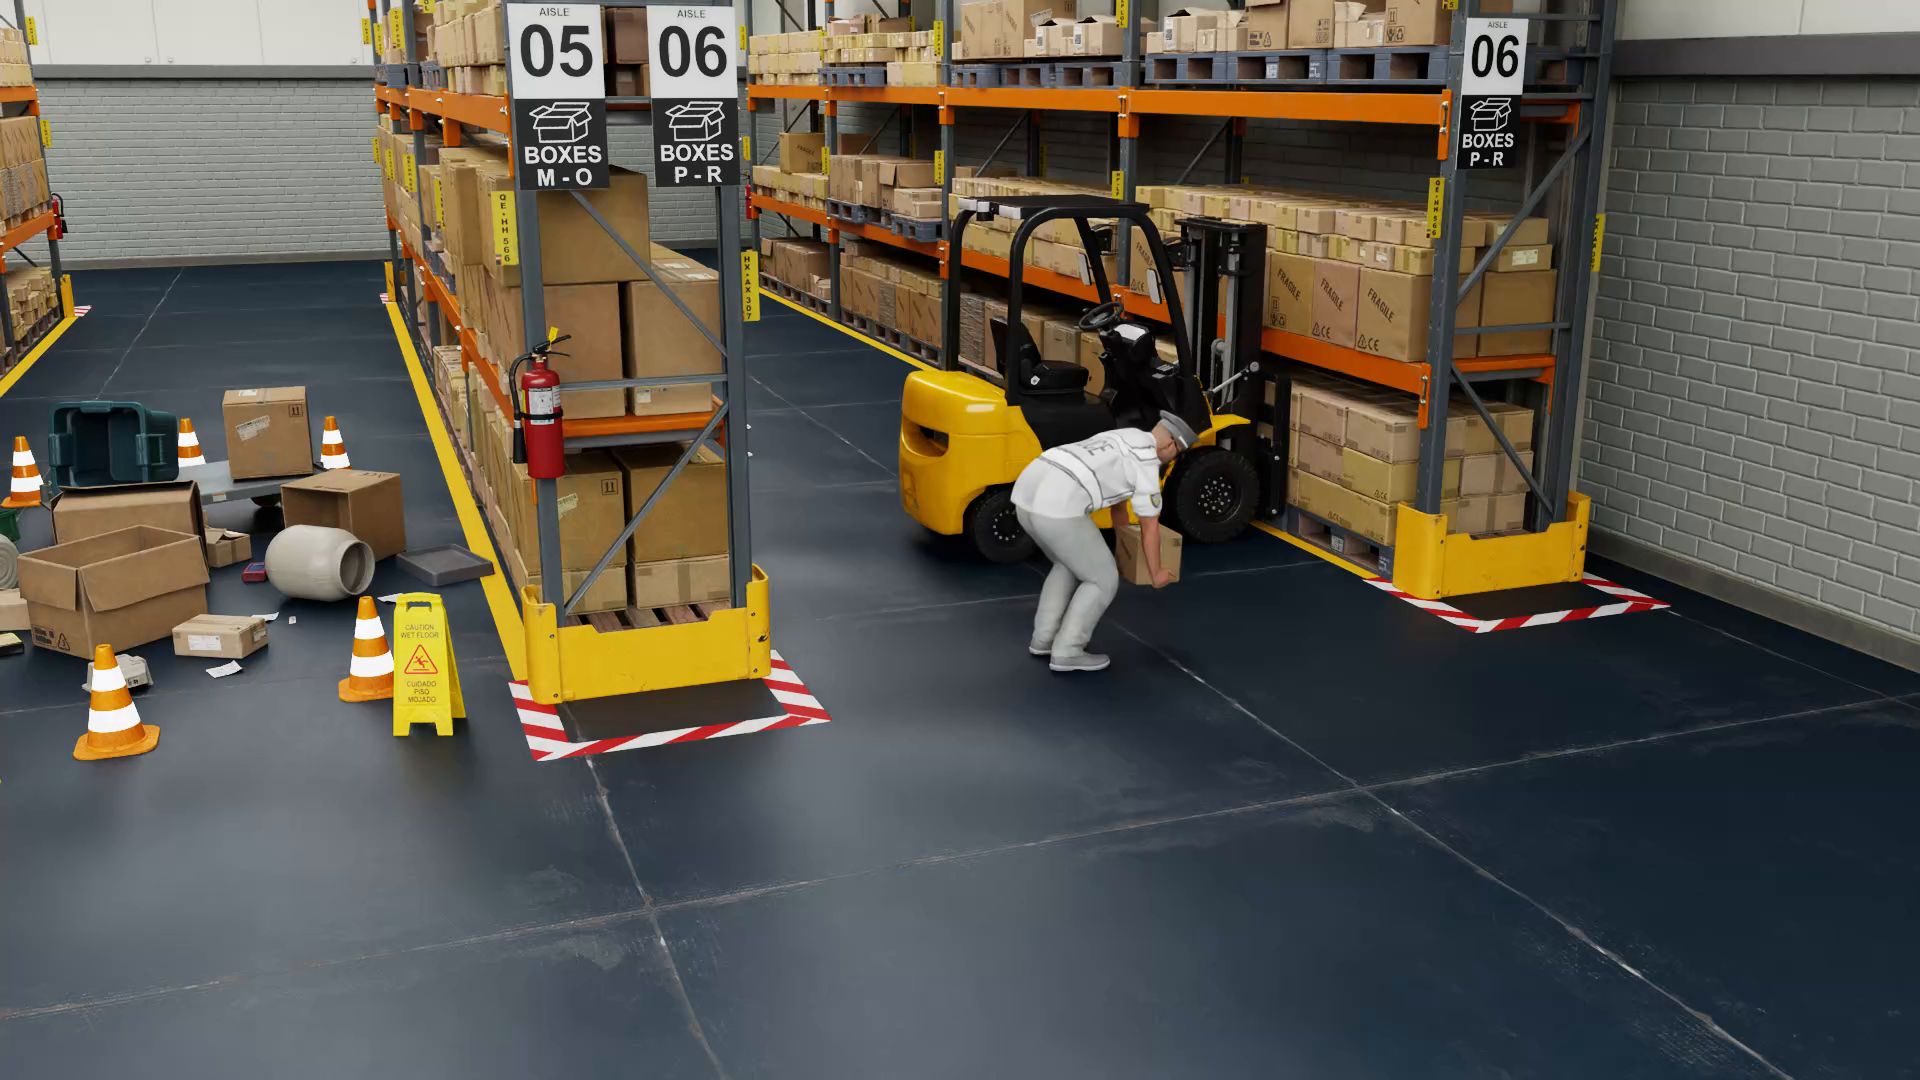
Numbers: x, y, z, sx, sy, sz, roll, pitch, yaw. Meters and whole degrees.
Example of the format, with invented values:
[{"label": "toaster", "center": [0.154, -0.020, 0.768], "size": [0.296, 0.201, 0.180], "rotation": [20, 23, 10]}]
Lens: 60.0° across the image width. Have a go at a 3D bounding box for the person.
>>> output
[{"label": "person", "center": [0.754, -0.009, 8.474], "size": [1.013, 1.260, 0.506], "rotation": [-7, 17, -22]}]
